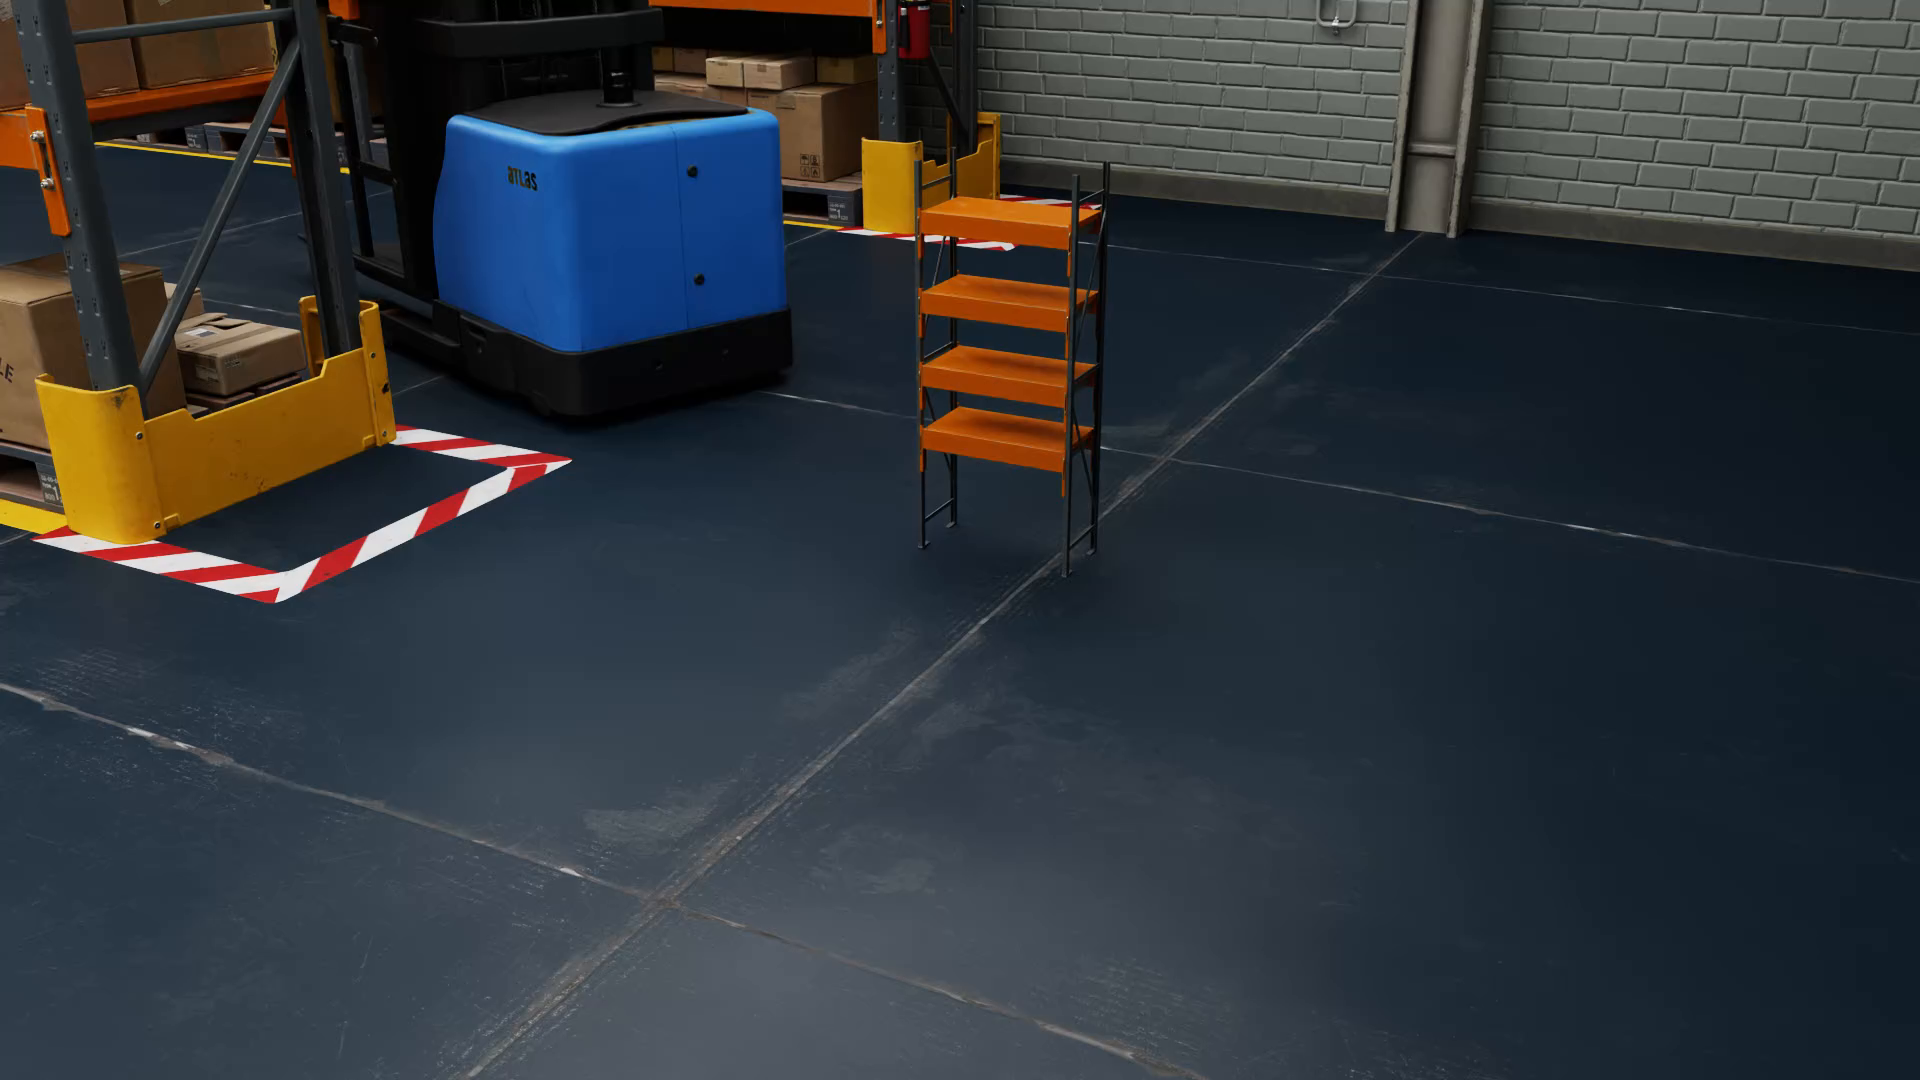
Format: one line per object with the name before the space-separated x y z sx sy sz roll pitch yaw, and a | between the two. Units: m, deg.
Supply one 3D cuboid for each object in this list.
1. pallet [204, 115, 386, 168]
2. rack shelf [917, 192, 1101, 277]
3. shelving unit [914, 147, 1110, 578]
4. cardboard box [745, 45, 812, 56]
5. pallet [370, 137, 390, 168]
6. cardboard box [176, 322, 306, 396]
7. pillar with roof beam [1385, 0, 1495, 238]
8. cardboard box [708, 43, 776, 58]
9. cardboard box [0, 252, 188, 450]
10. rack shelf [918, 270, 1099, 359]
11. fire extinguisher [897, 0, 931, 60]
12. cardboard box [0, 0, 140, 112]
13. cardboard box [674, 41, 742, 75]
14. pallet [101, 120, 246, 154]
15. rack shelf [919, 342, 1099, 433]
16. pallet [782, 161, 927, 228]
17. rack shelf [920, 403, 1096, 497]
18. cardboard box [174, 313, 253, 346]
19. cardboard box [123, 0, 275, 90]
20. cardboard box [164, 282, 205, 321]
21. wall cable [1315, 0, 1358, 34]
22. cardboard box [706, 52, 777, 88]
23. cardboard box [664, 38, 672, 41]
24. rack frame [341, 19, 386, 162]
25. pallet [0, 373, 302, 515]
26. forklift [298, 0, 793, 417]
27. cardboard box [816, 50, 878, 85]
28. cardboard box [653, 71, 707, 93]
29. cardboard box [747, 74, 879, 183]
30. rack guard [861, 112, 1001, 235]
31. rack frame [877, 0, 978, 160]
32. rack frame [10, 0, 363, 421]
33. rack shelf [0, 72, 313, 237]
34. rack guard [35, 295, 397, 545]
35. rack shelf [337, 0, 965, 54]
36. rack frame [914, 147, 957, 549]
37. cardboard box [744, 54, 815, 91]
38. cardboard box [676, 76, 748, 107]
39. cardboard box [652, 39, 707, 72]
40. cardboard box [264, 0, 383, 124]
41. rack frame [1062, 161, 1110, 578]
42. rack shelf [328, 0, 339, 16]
pallet | -4.464 -2.840 11.659 1.213 0.211 1.003 11 25 25
rack shelf | 0.148 -0.885 4.793 0.480 0.148 0.258 11 25 25
shelving unit | 0.148 -0.523 4.946 0.503 1.200 0.258 11 25 25
cardboard box | -1.092 -2.874 10.004 0.250 0.149 0.380 11 26 25
pallet | -3.098 -2.569 11.021 1.213 0.211 1.003 11 25 25
cardboard box | -2.622 -0.661 6.052 0.250 0.149 0.380 11 25 25
pillar with roof beam | 0.685 -4.390 4.074 0.400 9.000 9.100 11 25 25
cardboard box | -1.316 -2.919 10.109 0.250 0.149 0.380 11 26 25
cardboard box | -3.000 -0.639 5.551 0.500 0.500 0.500 11 25 25
rack shelf | 0.148 -0.667 4.885 0.480 0.148 0.258 11 25 25
fire extinguisher | -0.246 -2.912 8.840 0.183 0.674 0.296 11 25 25
cardboard box | -2.926 -1.607 5.067 0.500 0.500 0.500 12 26 26
cardboard box | -1.543 -2.963 10.214 0.250 0.149 0.380 12 26 25
pallet | -5.557 -3.055 12.164 1.213 0.211 1.003 11 25 25
rack shelf | 0.148 -0.461 4.973 0.480 0.148 0.258 11 25 25
pallet | -0.921 -2.138 10.007 1.213 0.211 1.003 11 25 25
rack shelf | 0.148 -0.278 5.050 0.480 0.148 0.258 11 25 25
cardboard box | -2.845 -0.713 6.152 0.250 0.166 0.380 11 25 25
cardboard box | -2.681 -1.793 5.505 0.500 0.500 0.500 12 26 26
cardboard box | -3.207 -0.797 6.243 0.500 0.250 0.500 11 25 25
wall cable | 1.398 -3.879 9.240 1.851 1.984 0.084 11 25 25
cardboard box | -1.267 -2.741 9.692 0.250 0.149 0.380 12 26 26
cardboard box | -1.998 -3.053 10.425 0.250 0.149 0.380 11 25 24
rack frame | -3.742 -4.014 10.855 0.127 3.000 1.000 11 25 25
pallet | -3.183 -0.447 6.032 1.213 0.211 1.003 11 25 25
forklift | -2.029 -2.303 6.920 1.130 2.935 3.031 -19 30 -38
cardboard box | -0.640 -2.785 9.795 0.250 0.149 0.380 11 26 25
cardboard box | -1.738 -2.616 10.225 0.500 0.500 0.700 10 25 23
cardboard box | -0.842 -2.439 9.809 0.500 0.500 0.700 11 25 25
rack guard | -0.151 -2.153 9.673 0.348 0.500 1.175 11 25 25
rack frame | -0.172 -3.307 9.194 0.127 3.000 1.000 11 25 25
rack frame | -2.404 -1.577 5.124 0.127 3.000 1.000 11 25 25
rack shelf | -4.189 -1.599 6.095 4.000 0.370 1.077 11 25 25
rack guard | -2.472 -0.440 5.645 0.348 0.500 1.175 11 25 25
rack shelf | -1.957 -3.329 10.165 4.000 0.370 1.077 11 25 25
rack frame | -0.070 -0.566 5.048 0.015 1.200 0.240 11 25 25
cardboard box | -1.039 -2.696 9.586 0.250 0.149 0.380 11 25 24
cardboard box | -1.288 -2.527 10.017 0.500 0.500 0.700 11 25 24
cardboard box | -1.772 -3.008 10.320 0.250 0.149 0.380 11 26 25
cardboard box | -4.380 -3.287 11.356 0.750 0.750 0.750 12 26 25
rack frame | 0.365 -0.480 4.845 0.015 1.200 0.240 11 25 25
rack shelf | -5.527 -4.036 11.826 4.000 0.370 1.077 11 25 25
